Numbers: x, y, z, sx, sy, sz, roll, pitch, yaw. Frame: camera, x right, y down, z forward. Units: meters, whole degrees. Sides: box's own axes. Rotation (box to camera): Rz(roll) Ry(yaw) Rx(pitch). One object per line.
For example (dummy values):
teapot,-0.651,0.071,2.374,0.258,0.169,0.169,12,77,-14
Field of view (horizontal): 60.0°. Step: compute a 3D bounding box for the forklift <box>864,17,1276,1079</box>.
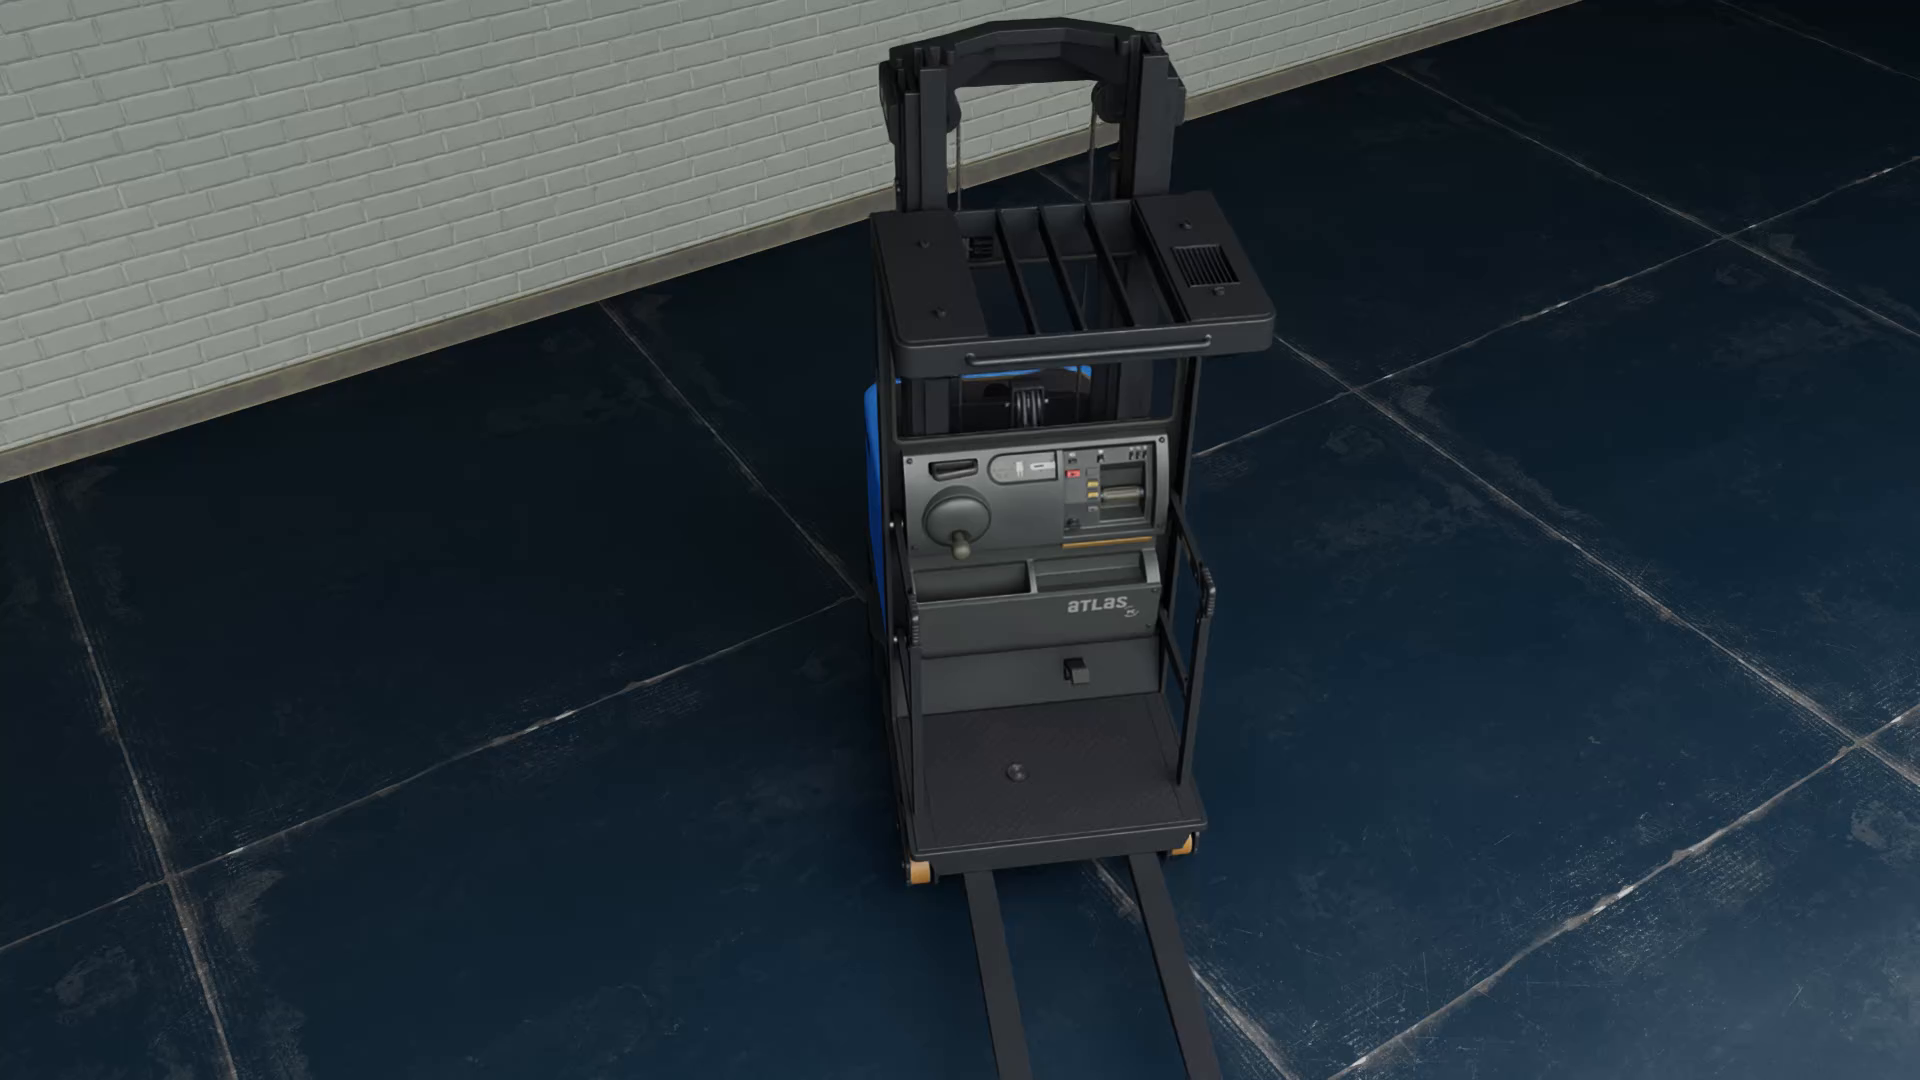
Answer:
forklift,0.299,-0.078,5.614,1.130,2.935,3.031,-5,40,-6
